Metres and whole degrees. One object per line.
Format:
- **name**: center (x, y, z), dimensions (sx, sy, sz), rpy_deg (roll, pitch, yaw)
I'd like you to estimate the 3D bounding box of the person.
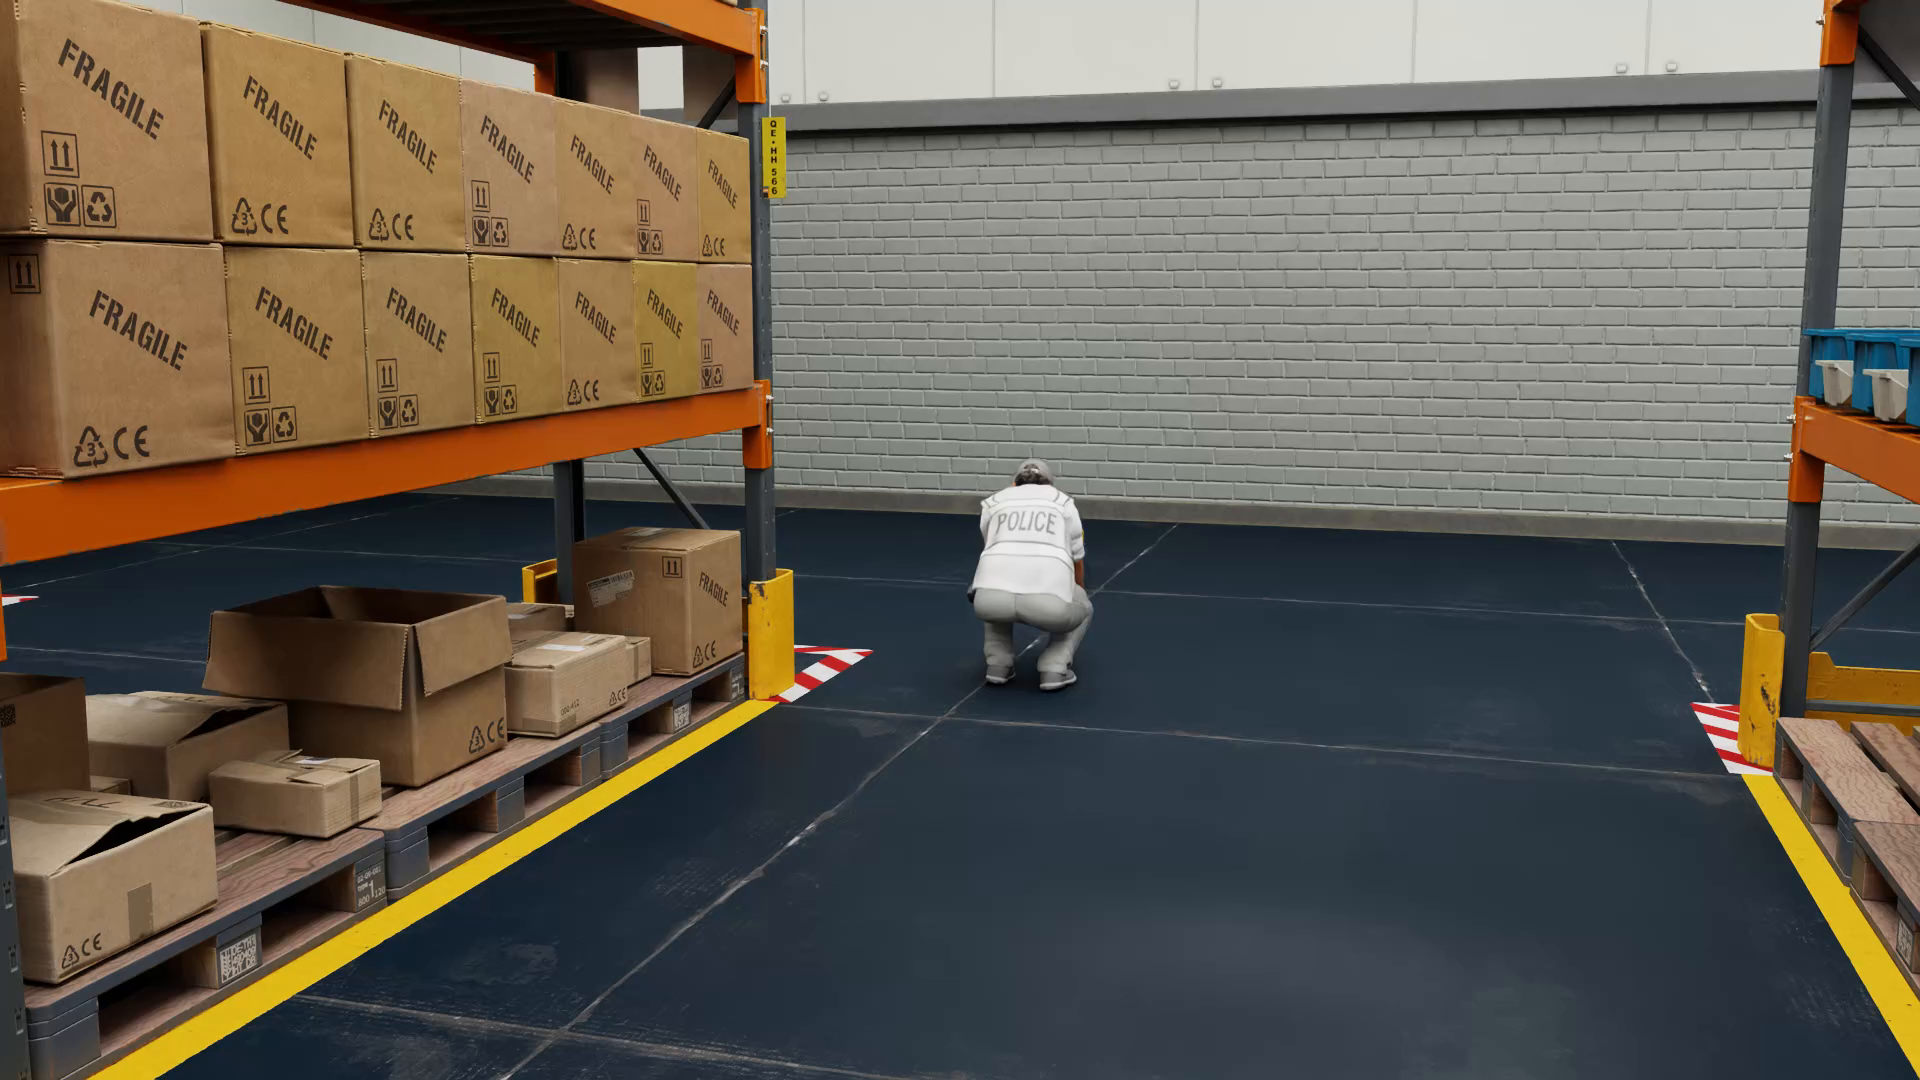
- **person**: center (0.319, 0.148, 7.312), dimensions (0.505, 0.956, 0.858), rpy_deg (2, 9, 15)
